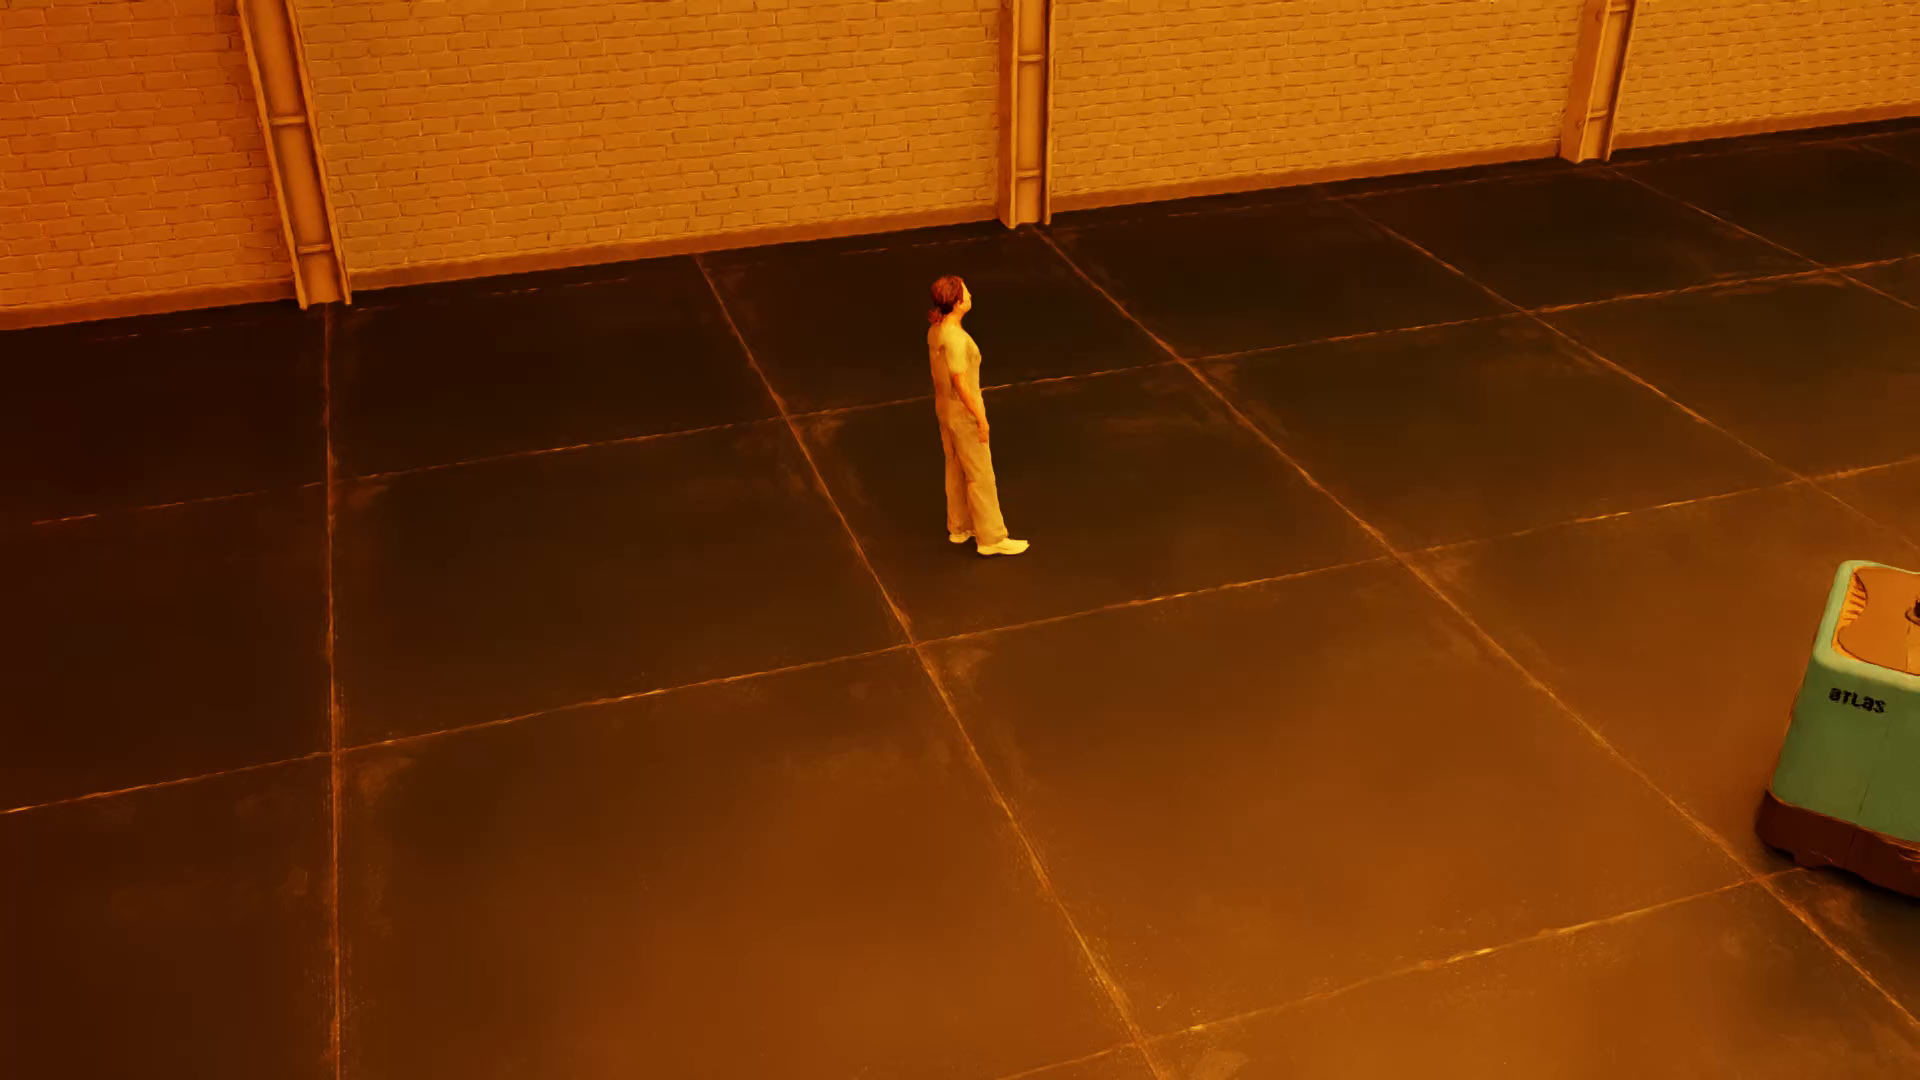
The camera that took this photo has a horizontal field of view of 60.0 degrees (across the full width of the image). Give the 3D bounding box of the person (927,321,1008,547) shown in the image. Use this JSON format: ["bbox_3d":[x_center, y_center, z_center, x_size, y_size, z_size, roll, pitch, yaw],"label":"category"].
[{"bbox_3d":[0.030,-0.655,9.652,0.395,1.361,0.519,-10,31,-16],"label":"person"}]

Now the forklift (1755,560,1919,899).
[{"bbox_3d":[5.146,0.320,6.530,3.031,2.935,1.130,17,34,27],"label":"forklift"}]
